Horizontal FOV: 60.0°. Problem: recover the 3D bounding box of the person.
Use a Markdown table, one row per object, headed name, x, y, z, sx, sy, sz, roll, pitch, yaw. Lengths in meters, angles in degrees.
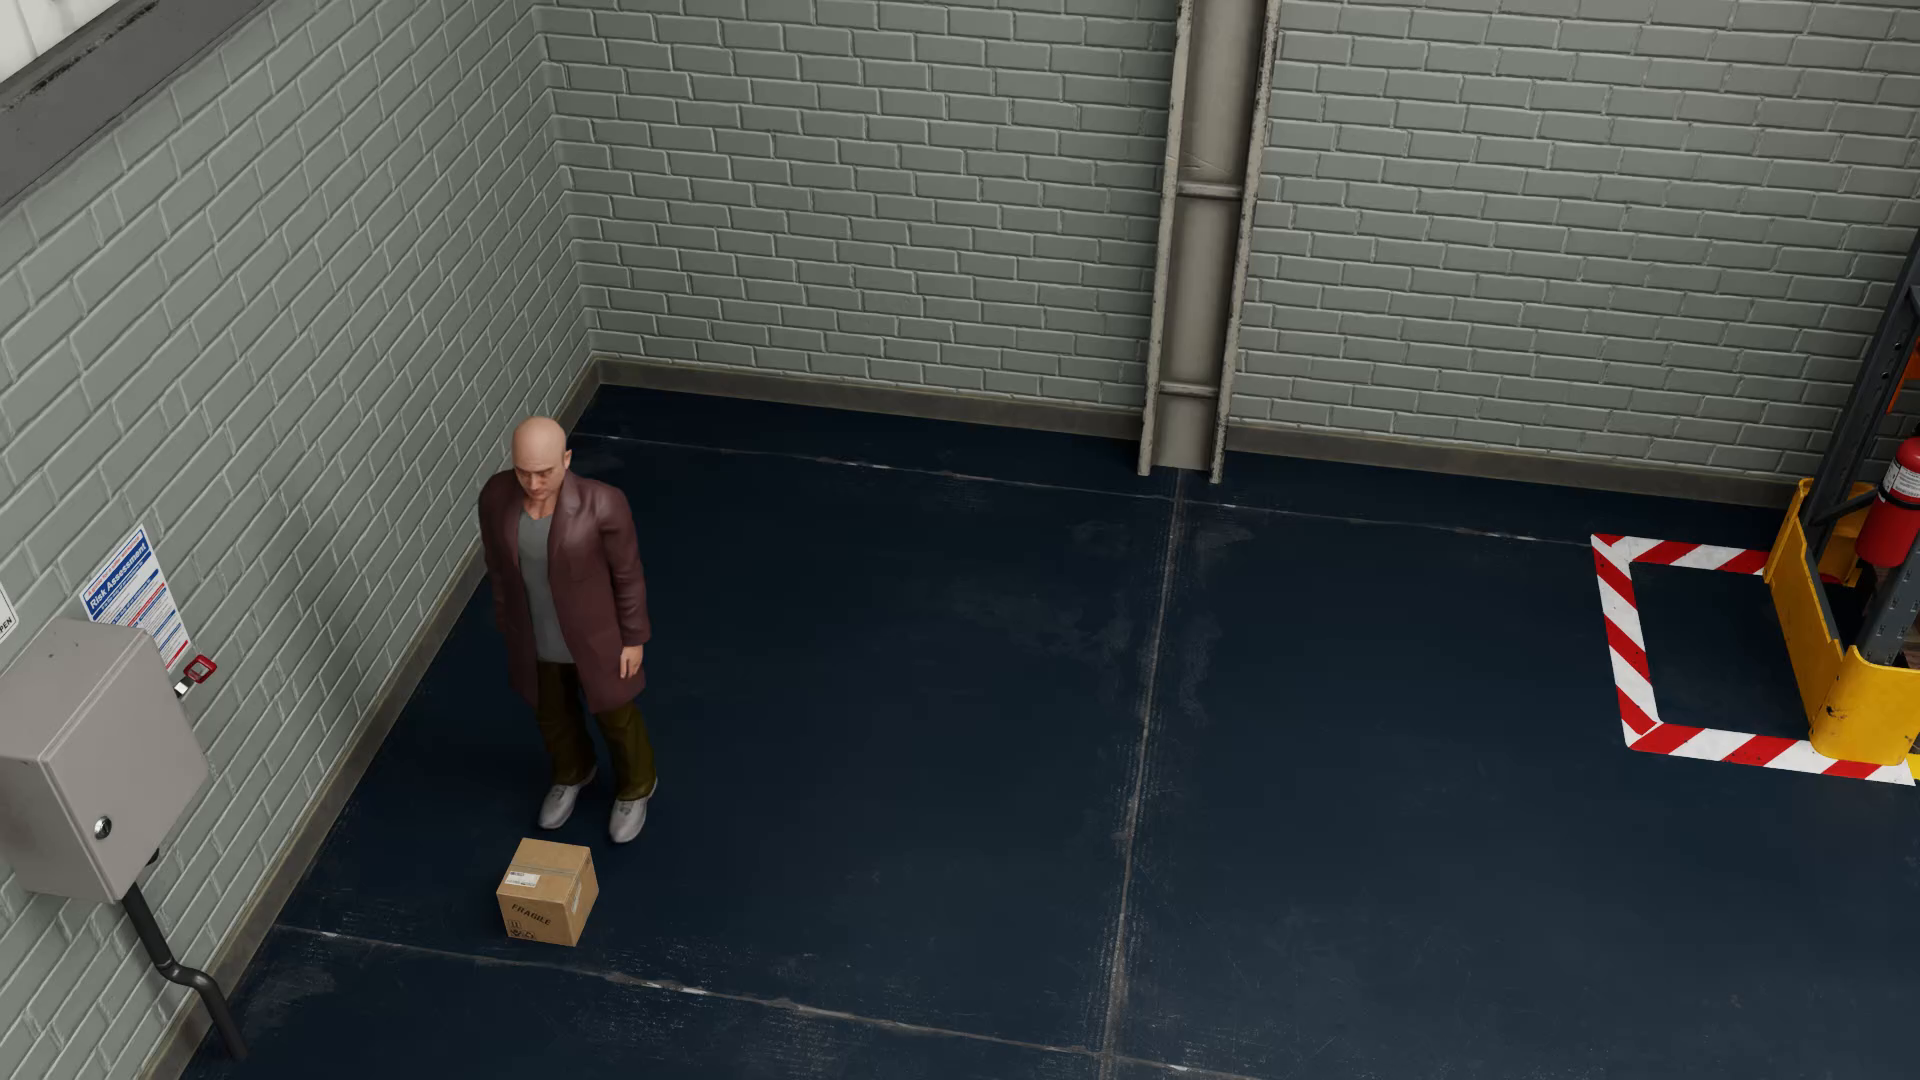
| name | x | y | z | sx | sy | sz | roll | pitch | yaw |
| --- | --- | --- | --- | --- | --- | --- | --- | --- | --- |
| person | -1.341 | 0.332 | 5.776 | 0.563 | 1.775 | 0.379 | 7 | 41 | 9 |
